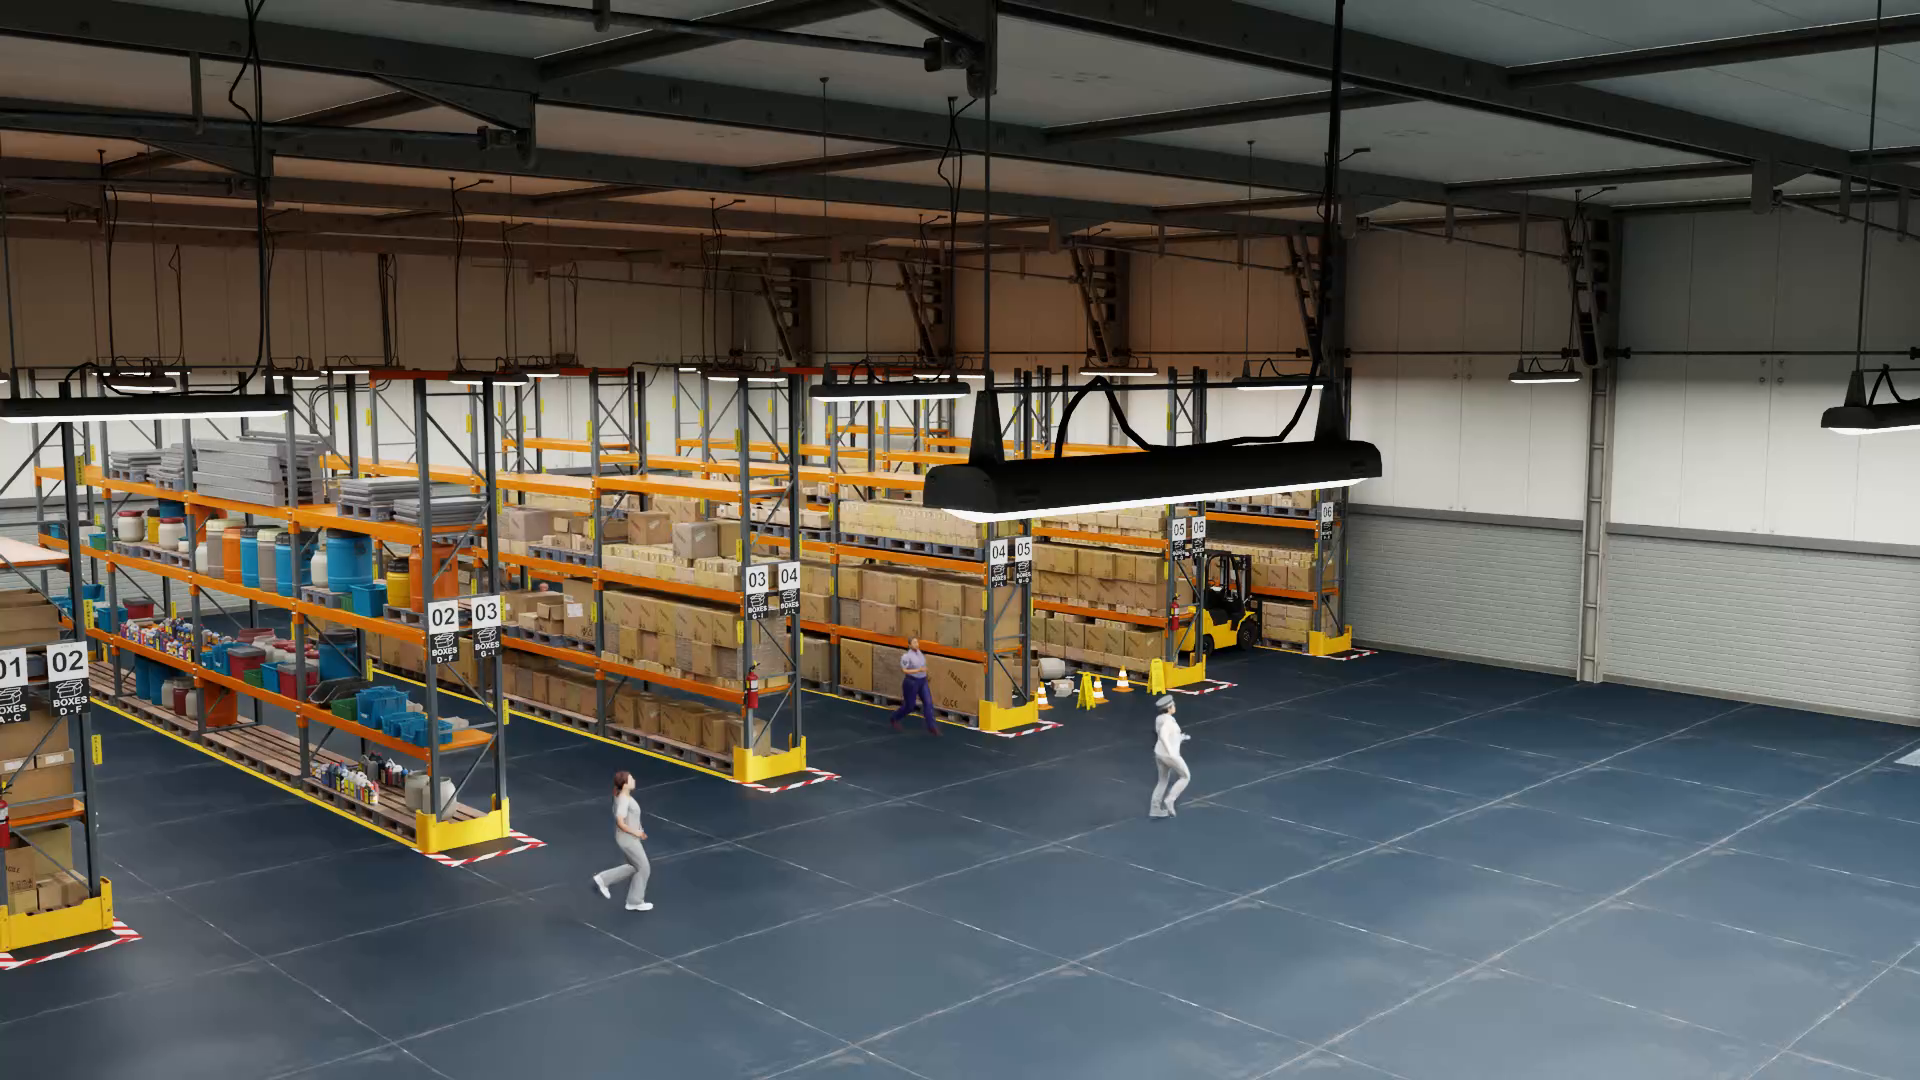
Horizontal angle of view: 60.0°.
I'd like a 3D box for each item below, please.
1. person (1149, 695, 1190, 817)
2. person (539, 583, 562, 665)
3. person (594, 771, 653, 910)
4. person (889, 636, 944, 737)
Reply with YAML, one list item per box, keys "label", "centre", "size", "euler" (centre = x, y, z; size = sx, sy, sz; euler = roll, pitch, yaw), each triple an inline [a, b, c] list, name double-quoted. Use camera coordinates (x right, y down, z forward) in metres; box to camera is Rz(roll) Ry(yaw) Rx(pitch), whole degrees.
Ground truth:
- label: "person"
  centre: [2.866, 2.936, 22.641]
  size: [0.610, 1.665, 0.597]
  euler: [-3, 7, -24]
- label: "person"
  centre: [-8.269, 1.711, 33.190]
  size: [0.949, 1.723, 0.657]
  euler: [5, 8, 38]
- label: "person"
  centre: [-3.816, 3.418, 18.817]
  size: [0.648, 1.627, 0.565]
  euler: [-2, 7, -18]
- label: "person"
  centre: [-0.713, 2.412, 27.569]
  size: [0.992, 1.613, 0.611]
  euler: [6, 9, 42]
